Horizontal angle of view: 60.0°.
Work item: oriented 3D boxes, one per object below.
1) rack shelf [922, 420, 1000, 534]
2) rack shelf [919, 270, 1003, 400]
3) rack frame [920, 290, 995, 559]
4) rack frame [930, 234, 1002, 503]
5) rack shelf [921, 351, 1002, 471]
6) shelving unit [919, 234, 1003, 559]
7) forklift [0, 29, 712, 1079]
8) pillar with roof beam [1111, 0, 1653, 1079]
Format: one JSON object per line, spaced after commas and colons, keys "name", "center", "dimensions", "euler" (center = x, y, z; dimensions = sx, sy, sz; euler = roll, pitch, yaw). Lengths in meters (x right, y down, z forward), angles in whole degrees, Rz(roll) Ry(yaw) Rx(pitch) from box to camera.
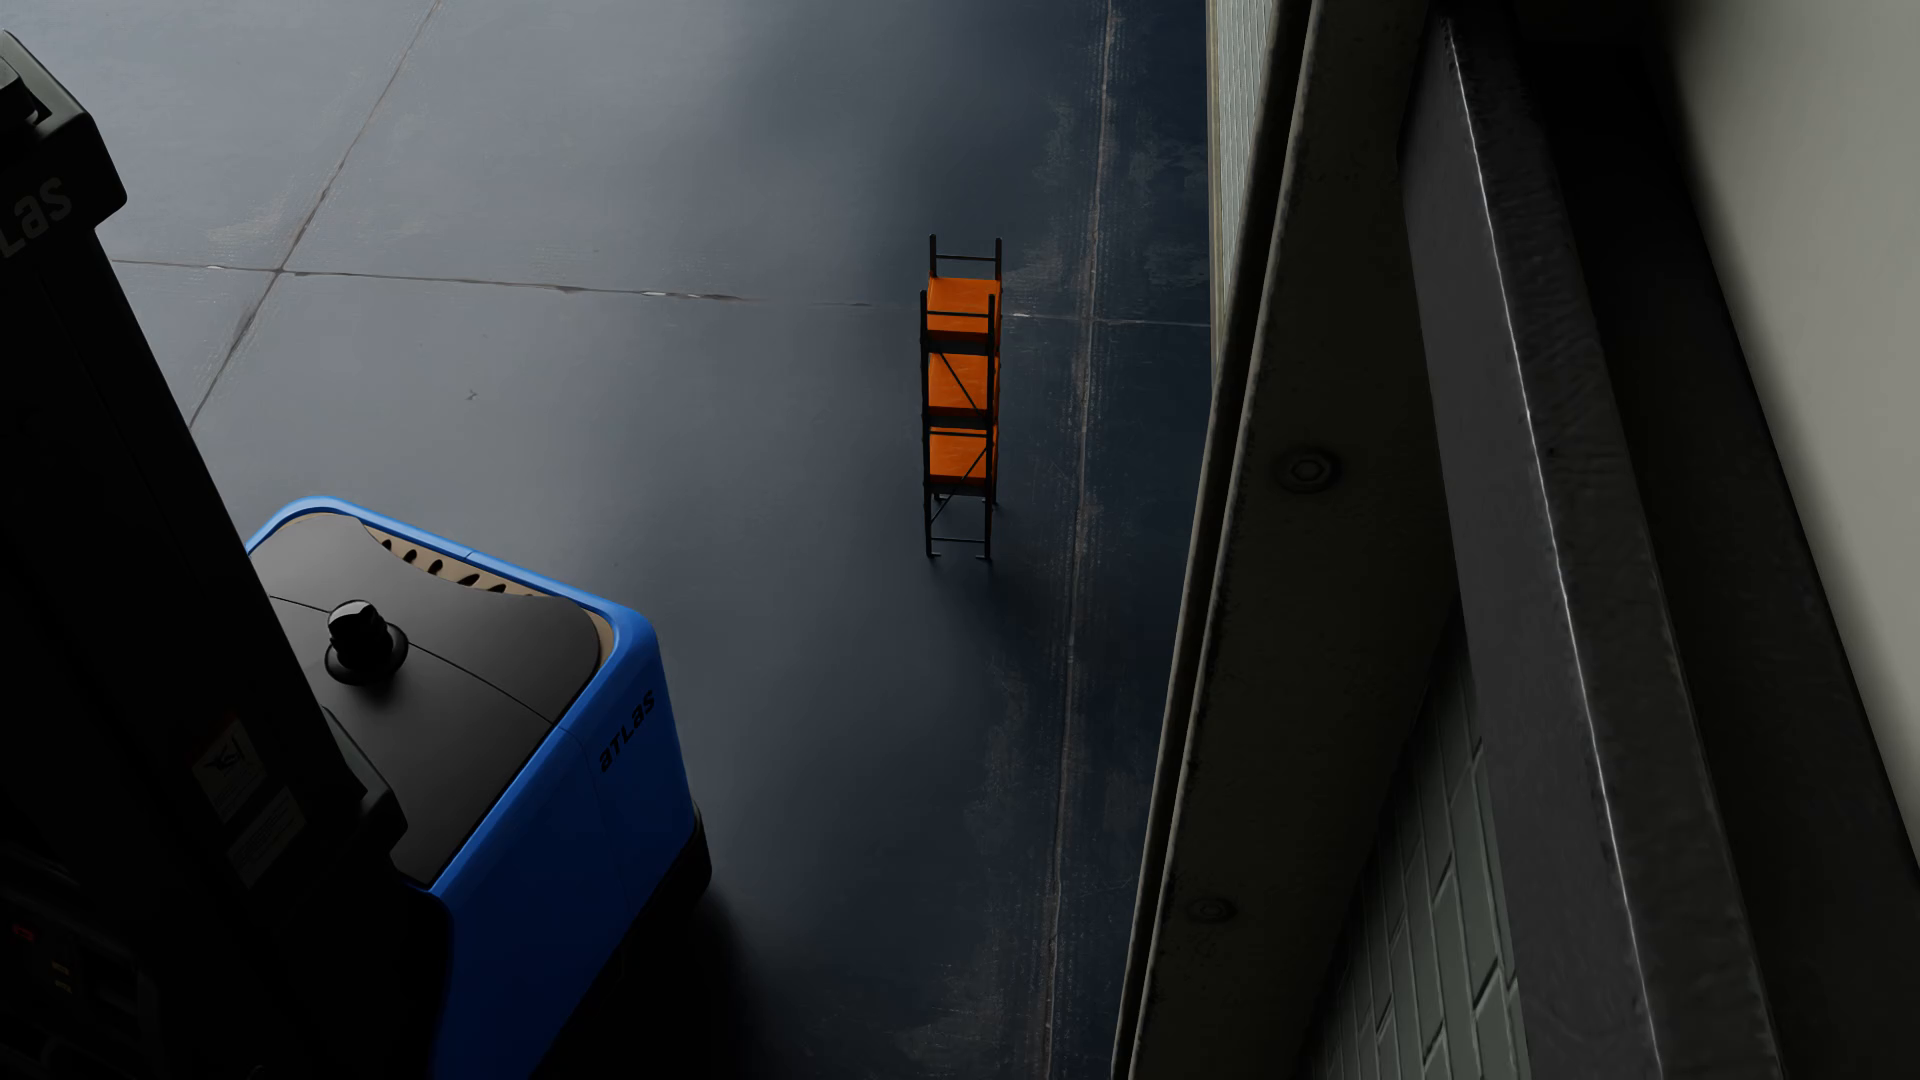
{"name": "rack shelf", "center": [0.005, -0.199, 5.111], "dimensions": [0.215, 0.259, 0.240], "euler": [4, 48, 4]}
{"name": "rack shelf", "center": [0.005, -0.578, 4.697], "dimensions": [0.215, 0.259, 0.240], "euler": [4, 48, 4]}
{"name": "rack frame", "center": [-0.006, -0.304, 4.817], "dimensions": [0.200, 1.050, 0.008], "euler": [4, 48, 4]}
{"name": "rack frame", "center": [0.016, -0.483, 4.981], "dimensions": [0.200, 1.050, 0.008], "euler": [4, 48, 4]}
{"name": "rack shelf", "center": [0.005, -0.387, 4.906], "dimensions": [0.215, 0.259, 0.240], "euler": [4, 48, 4]}
{"name": "shelving unit", "center": [0.005, -0.394, 4.899], "dimensions": [0.215, 1.050, 0.252], "euler": [4, 48, 4]}
{"name": "forklift", "center": [-1.730, 0.745, 2.583], "dimensions": [1.130, 2.935, 3.031], "euler": [19, 50, 17]}
{"name": "pillar with roof beam", "center": [-3.779, -1.896, 0.885], "dimensions": [9.100, 9.000, 0.400], "euler": [4, 48, 4]}
